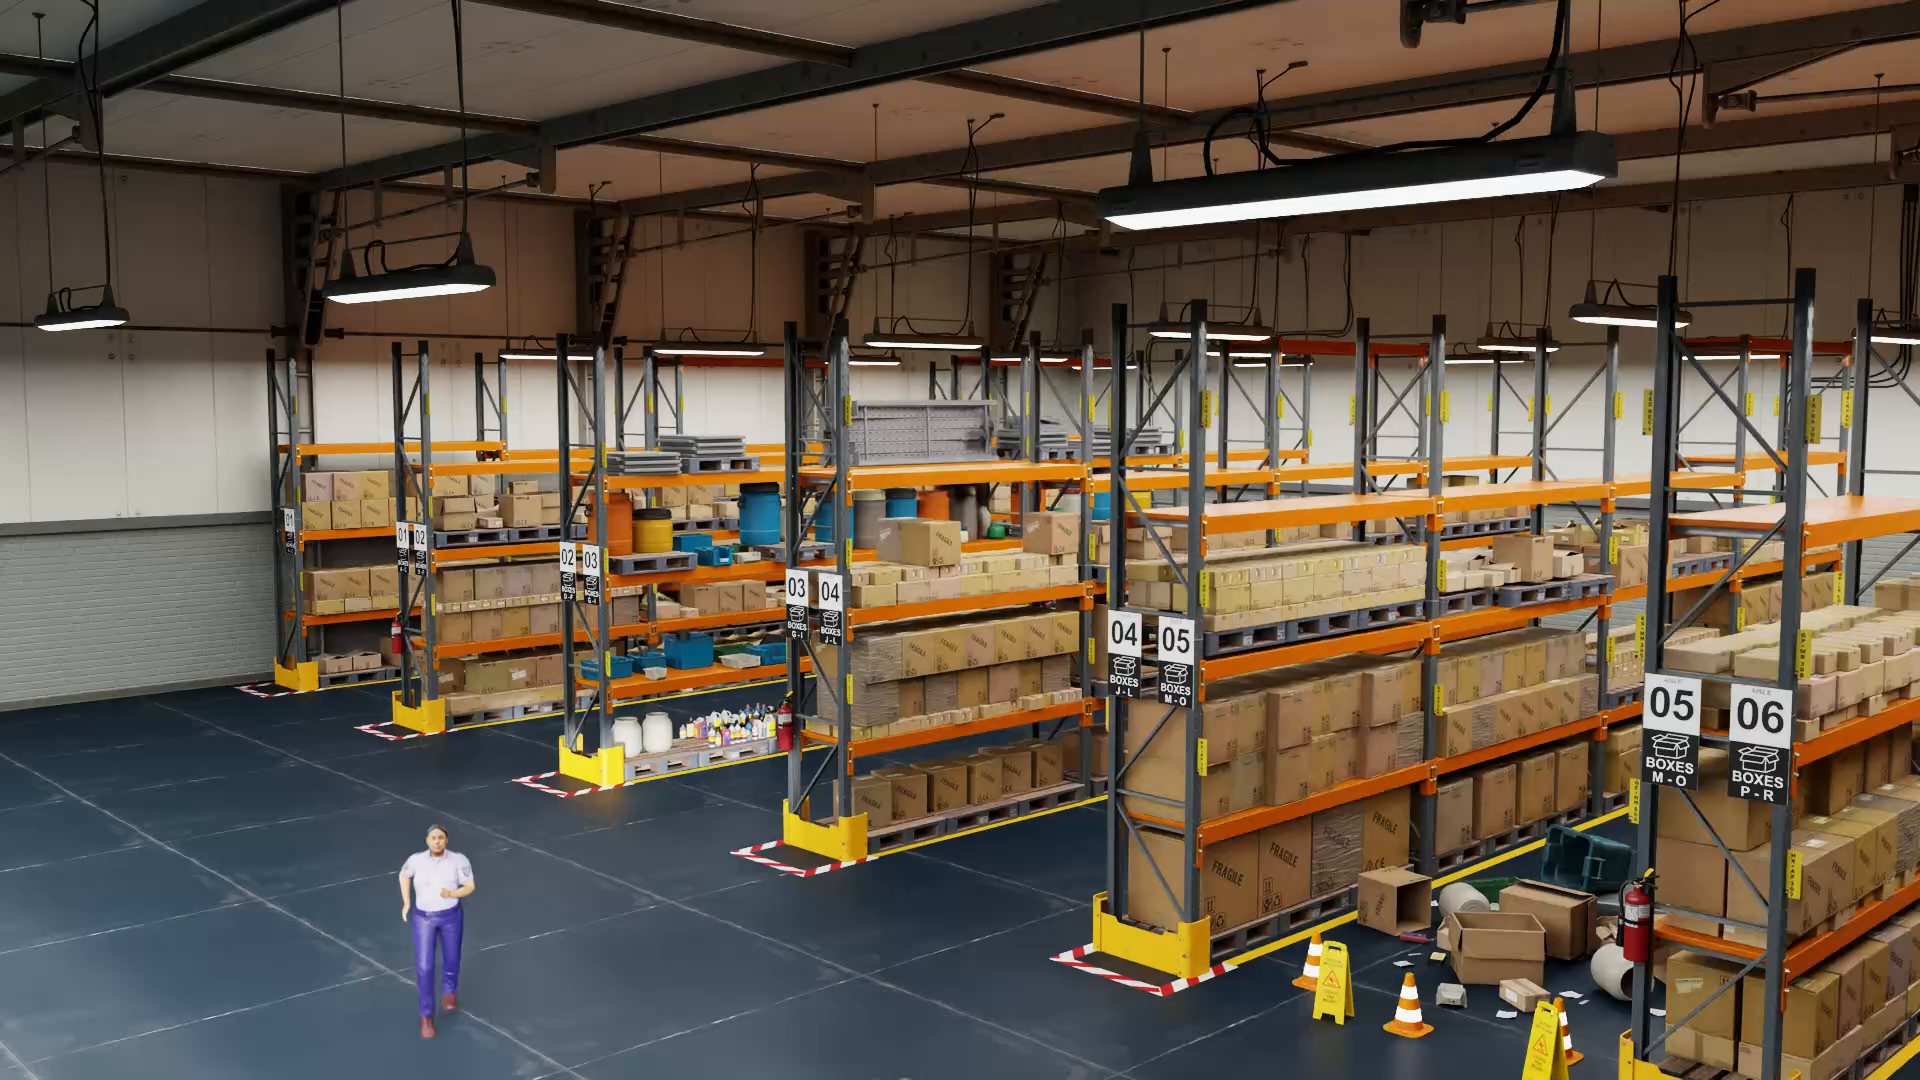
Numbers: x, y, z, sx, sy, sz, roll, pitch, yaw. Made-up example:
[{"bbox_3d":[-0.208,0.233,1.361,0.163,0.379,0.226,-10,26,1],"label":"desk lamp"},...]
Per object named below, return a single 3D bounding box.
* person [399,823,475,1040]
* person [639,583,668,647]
[{"bbox_3d":[-4.288,3.167,13.669,0.579,1.711,0.764,-2,5,-20],"label":"person"},{"bbox_3d":[-5.844,1.572,31.535,0.574,1.642,0.941,3,6,34],"label":"person"}]
